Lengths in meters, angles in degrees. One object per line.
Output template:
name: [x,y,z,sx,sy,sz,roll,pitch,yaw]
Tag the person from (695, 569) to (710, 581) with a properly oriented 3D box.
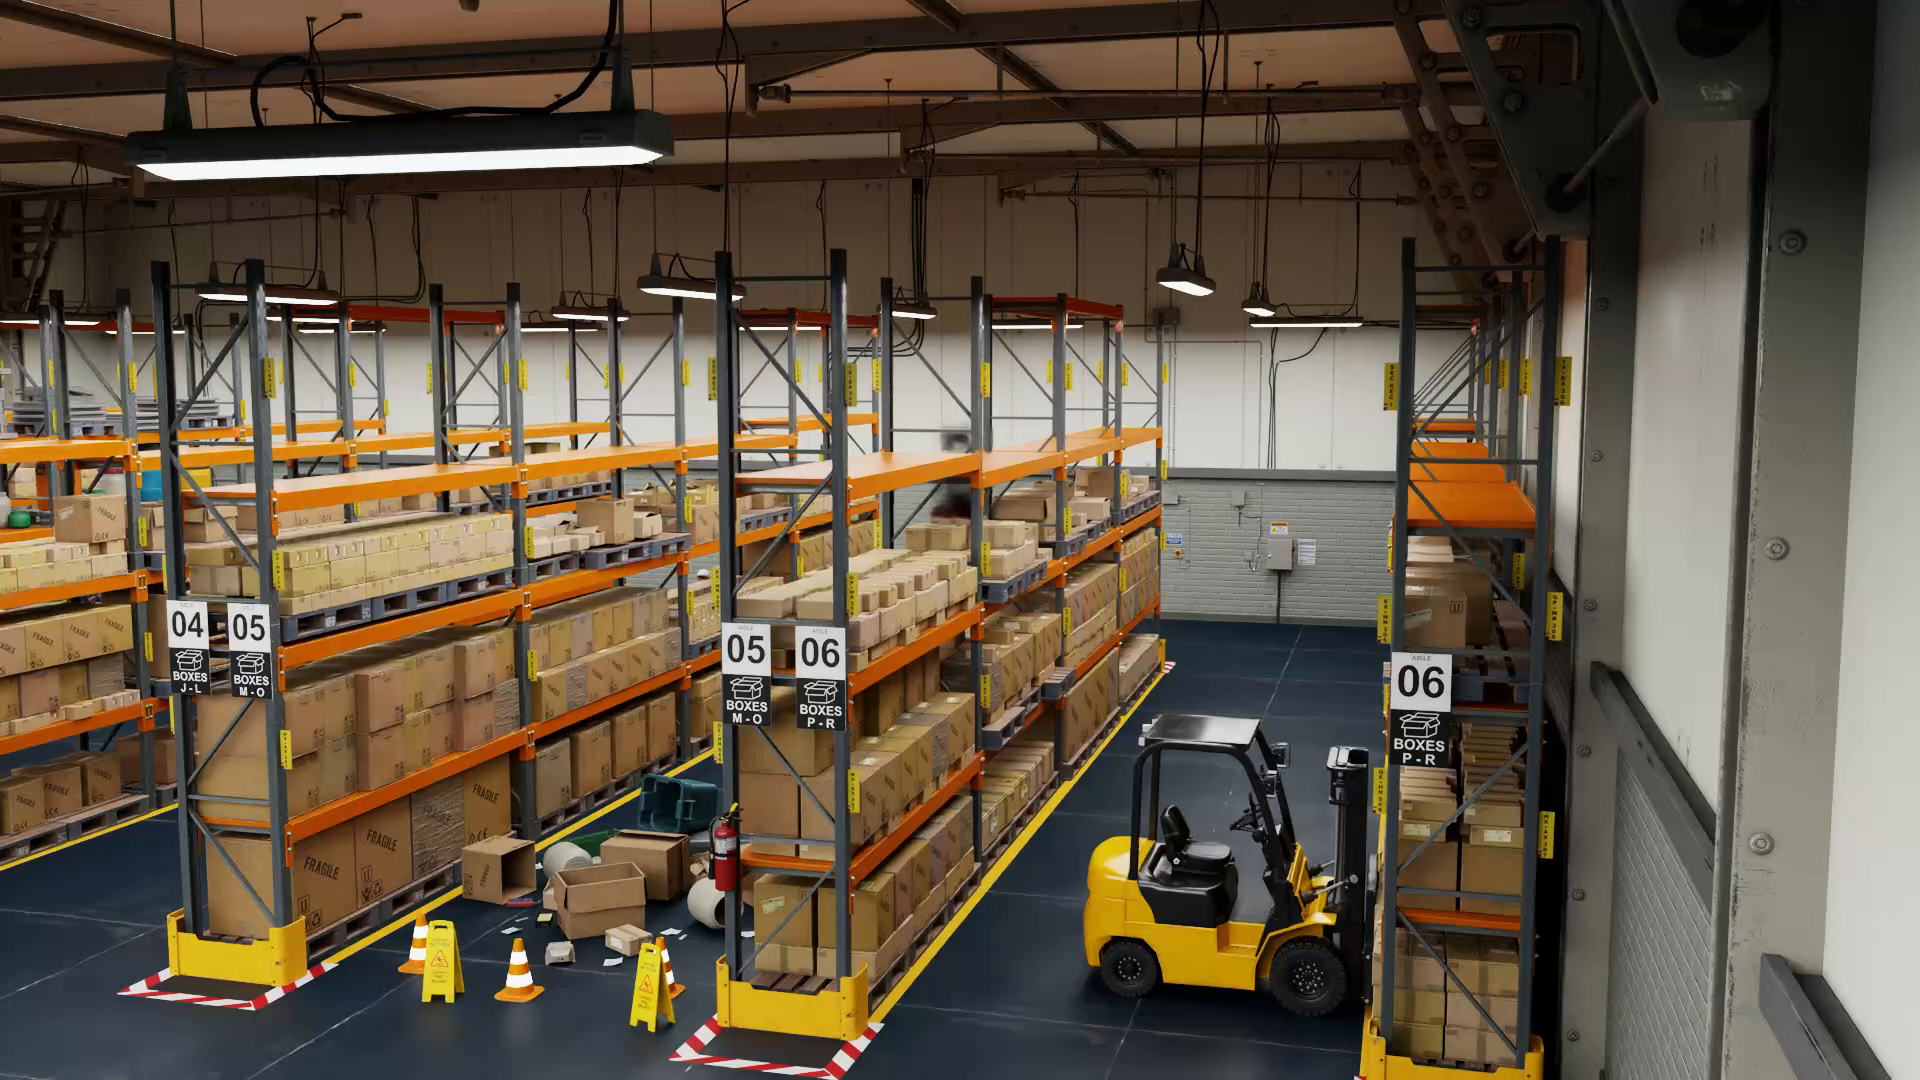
person: [-4.223,1.341,27.832,0.720,1.722,0.837,3,7,25]
